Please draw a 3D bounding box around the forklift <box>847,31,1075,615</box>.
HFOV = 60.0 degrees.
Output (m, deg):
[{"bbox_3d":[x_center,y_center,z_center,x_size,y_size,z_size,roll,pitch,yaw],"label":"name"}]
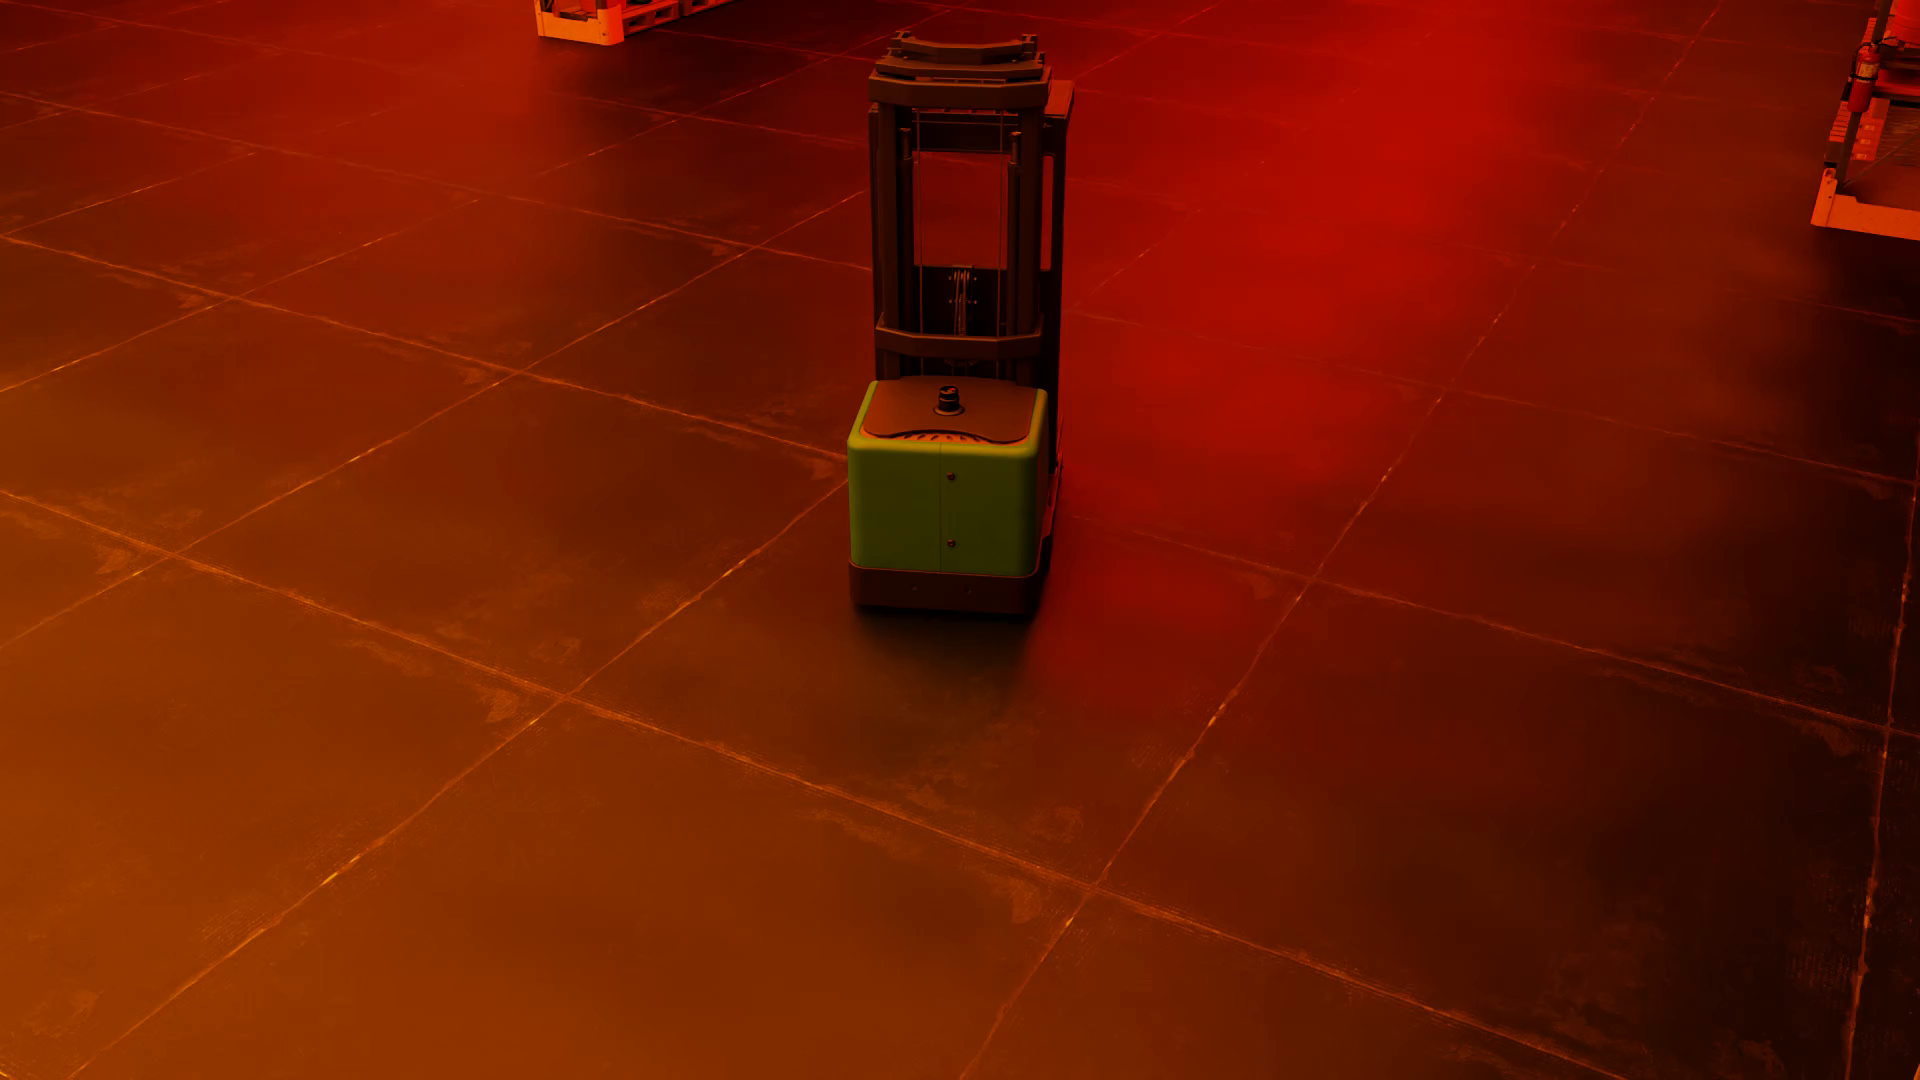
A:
[{"bbox_3d":[0.072,-1.572,9.794,1.130,2.935,3.031,3,30,6],"label":"forklift"}]
